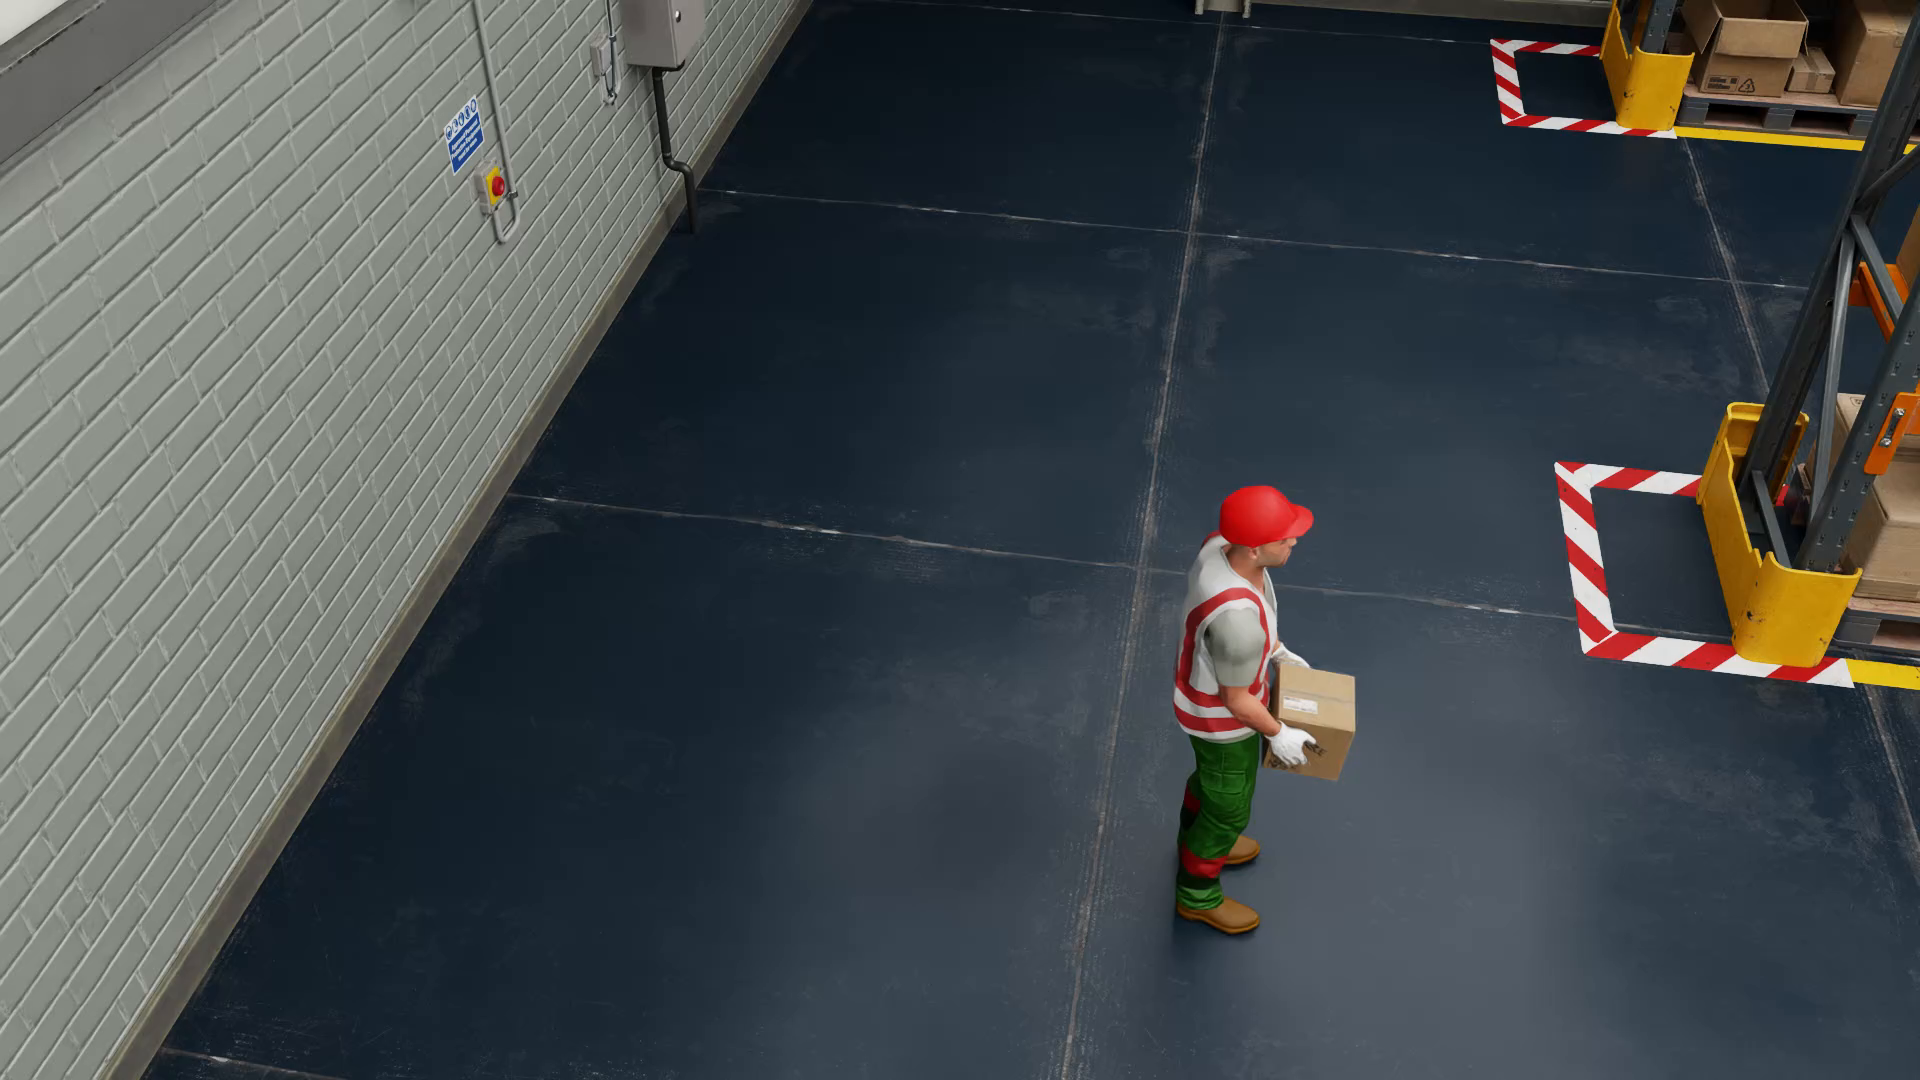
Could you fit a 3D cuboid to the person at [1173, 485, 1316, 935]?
[{"bbox_3d":[0.934,0.545,5.490,0.474,1.793,0.533,6,41,7],"label":"person"}]
